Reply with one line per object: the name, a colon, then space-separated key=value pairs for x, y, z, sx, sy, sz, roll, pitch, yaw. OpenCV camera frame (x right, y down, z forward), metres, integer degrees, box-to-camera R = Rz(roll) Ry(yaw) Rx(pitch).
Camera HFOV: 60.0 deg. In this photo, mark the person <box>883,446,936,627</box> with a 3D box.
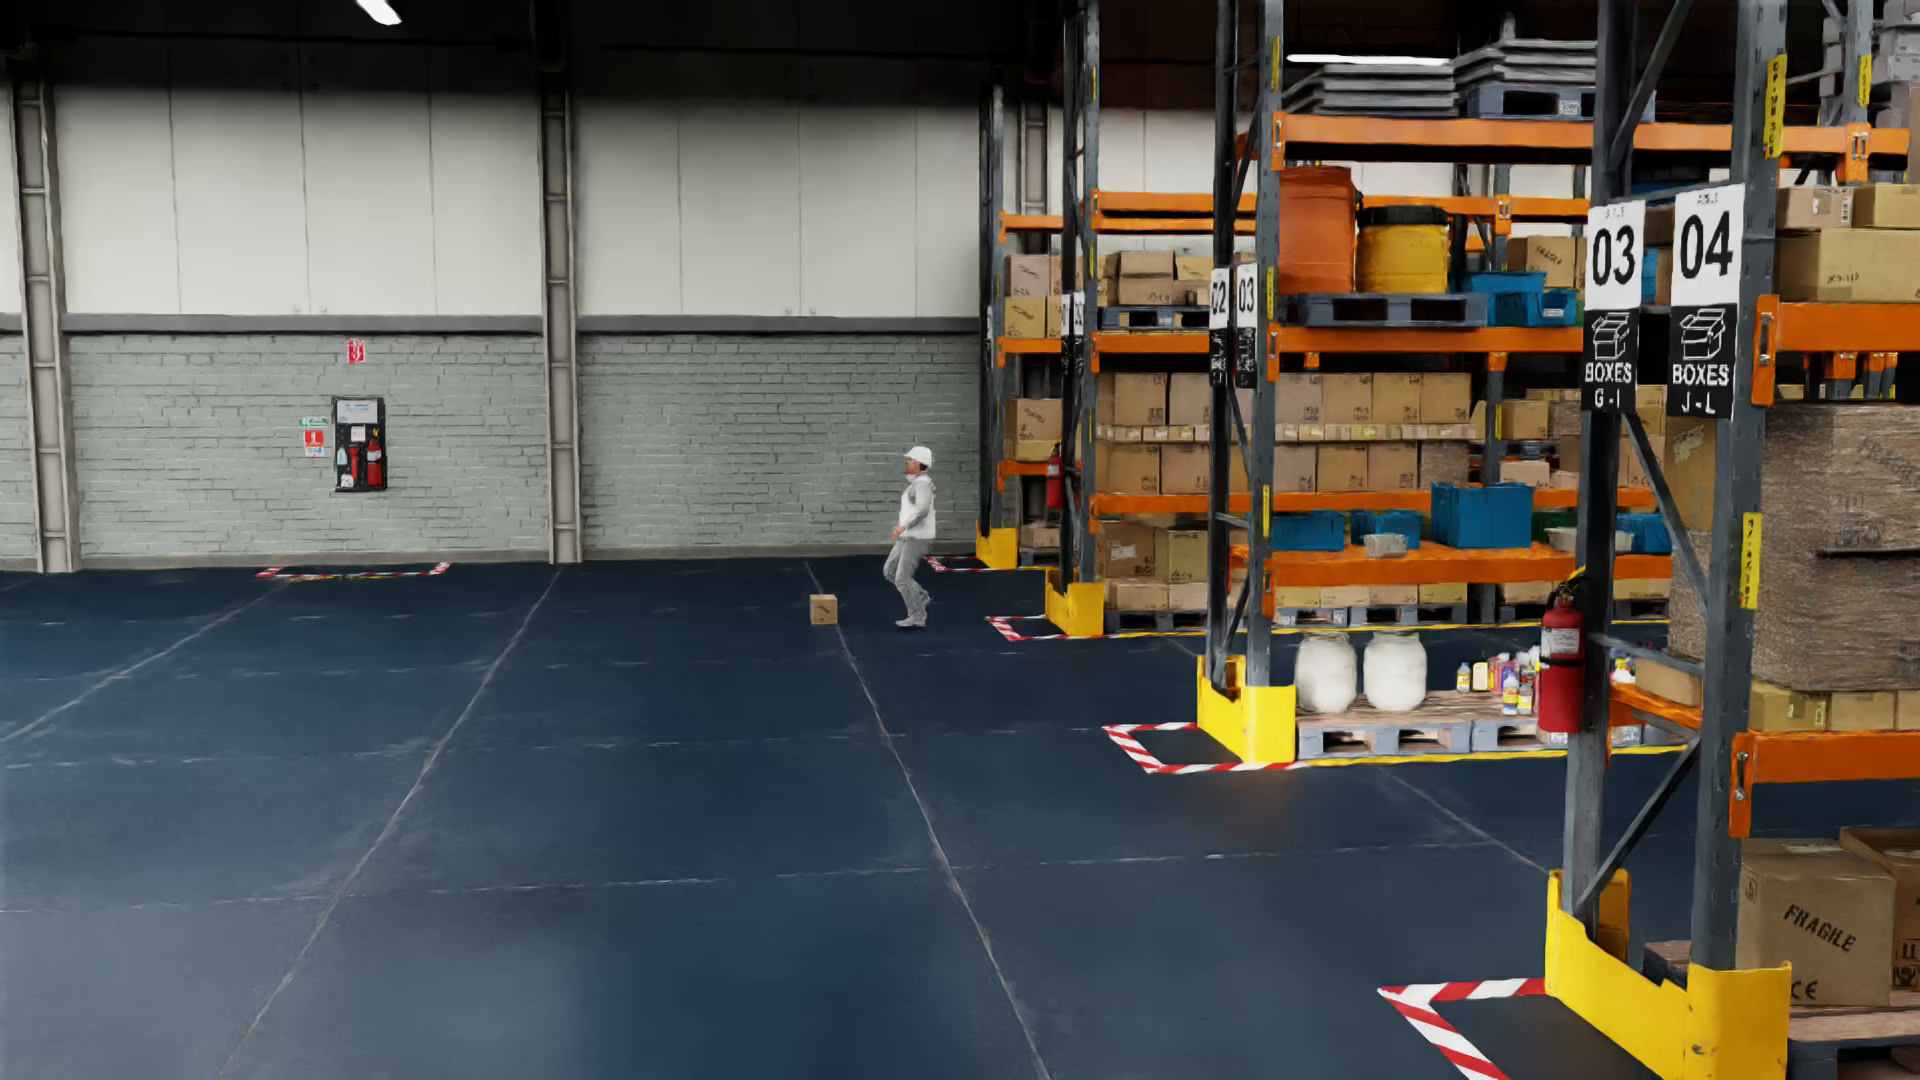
person: x=-0.477 y=-0.033 z=16.043 sx=0.503 sy=1.748 sz=0.716 roll=-1 pitch=7 yaw=-8
